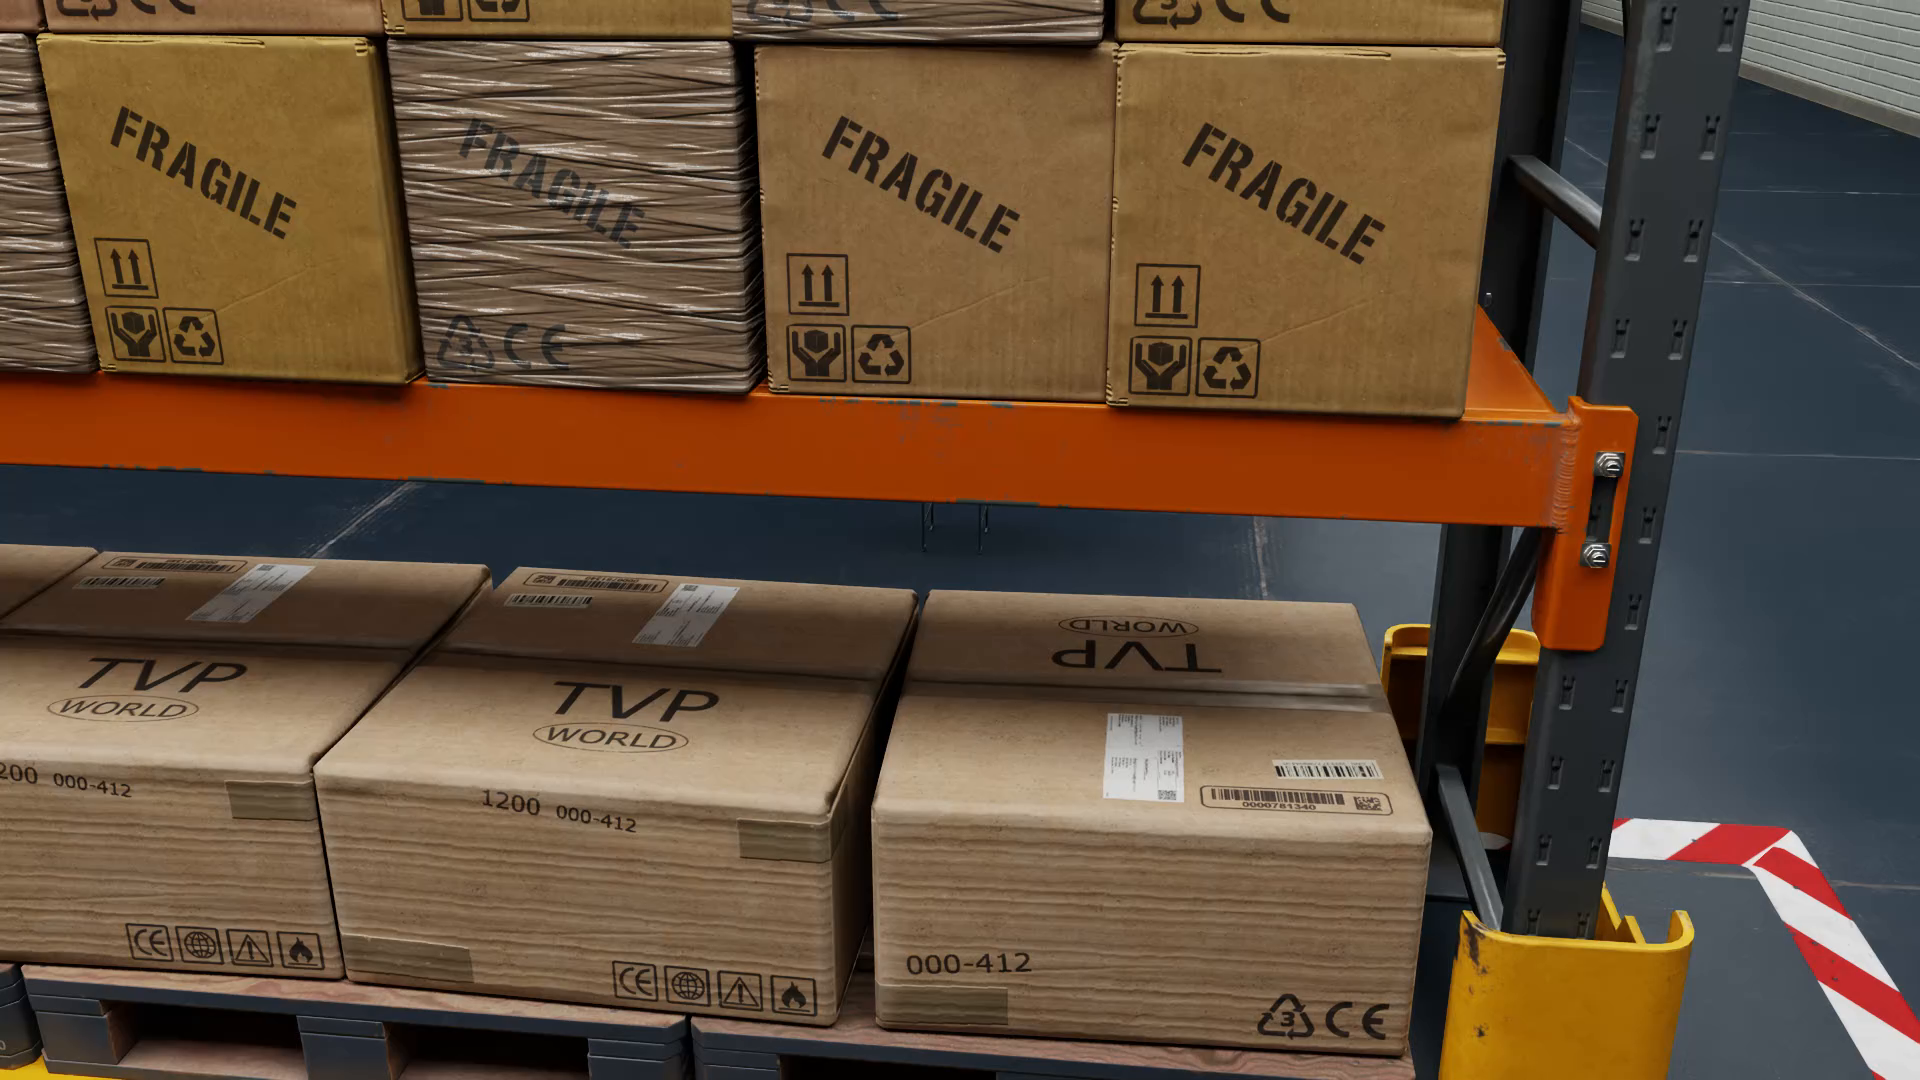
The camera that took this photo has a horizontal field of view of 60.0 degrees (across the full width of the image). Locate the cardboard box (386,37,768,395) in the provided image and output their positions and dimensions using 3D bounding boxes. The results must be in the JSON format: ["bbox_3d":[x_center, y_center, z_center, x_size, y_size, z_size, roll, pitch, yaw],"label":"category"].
[{"bbox_3d":[-0.521,-0.546,2.606,0.500,0.500,0.500,3,22,8],"label":"cardboard box"}]

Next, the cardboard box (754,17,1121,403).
[{"bbox_3d":[-0.009,-0.528,2.559,0.500,0.500,0.500,2,22,5],"label":"cardboard box"}]

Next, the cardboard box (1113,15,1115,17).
[{"bbox_3d":[0.049,-0.714,3.029,0.500,0.500,0.500,2,22,6],"label":"cardboard box"}]

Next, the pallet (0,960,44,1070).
[{"bbox_3d":[-2.229,0.655,3.495,1.213,0.211,1.003,2,22,6],"label":"pallet"}]

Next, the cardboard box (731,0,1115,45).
[{"bbox_3d":[-0.031,-0.987,2.361,0.500,0.500,0.500,3,22,6],"label":"cardboard box"}]

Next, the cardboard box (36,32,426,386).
[{"bbox_3d":[-1.035,-0.564,2.651,0.500,0.500,0.500,3,22,8],"label":"cardboard box"}]

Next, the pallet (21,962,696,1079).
[{"bbox_3d":[-1.014,0.707,3.364,1.213,0.211,1.003,2,22,6],"label":"pallet"}]

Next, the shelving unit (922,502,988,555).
[{"bbox_3d":[-0.014,-0.559,5.221,0.189,1.200,0.258,2,22,6],"label":"shelving unit"}]

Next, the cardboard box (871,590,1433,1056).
[{"bbox_3d":[0.331,0.474,3.074,0.875,0.438,0.875,2,22,4],"label":"cardboard box"}]

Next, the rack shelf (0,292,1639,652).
[{"bbox_3d":[-0.988,-0.282,3.051,4.000,0.370,1.077,2,22,6],"label":"rack shelf"}]

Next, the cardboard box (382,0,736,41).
[{"bbox_3d":[-0.522,-1.010,2.418,0.500,0.500,0.500,2,22,6],"label":"cardboard box"}]

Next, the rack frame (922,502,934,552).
[{"bbox_3d":[-0.105,-0.563,5.231,0.006,1.200,0.240,2,22,6],"label":"rack frame"}]

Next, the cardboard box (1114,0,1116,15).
[{"bbox_3d":[0.041,-1.186,2.864,0.500,0.500,0.500,2,22,5],"label":"cardboard box"}]

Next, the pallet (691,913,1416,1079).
[{"bbox_3d":[0.195,0.761,3.228,1.213,0.211,1.003,2,22,6],"label":"pallet"}]

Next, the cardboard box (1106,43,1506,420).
[{"bbox_3d":[0.488,-0.501,2.490,0.500,0.500,0.500,3,22,7],"label":"cardboard box"}]

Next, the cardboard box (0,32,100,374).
[{"bbox_3d":[-1.547,-0.586,2.707,0.500,0.500,0.500,3,22,7],"label":"cardboard box"}]

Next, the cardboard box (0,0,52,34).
[{"bbox_3d":[-1.522,-1.055,2.532,0.500,0.500,0.500,3,22,7],"label":"cardboard box"}]

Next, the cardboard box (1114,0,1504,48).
[{"bbox_3d":[0.491,-0.975,2.331,0.500,0.500,0.500,3,22,8],"label":"cardboard box"}]

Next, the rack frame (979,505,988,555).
[{"bbox_3d":[0.076,-0.555,5.211,0.006,1.200,0.240,2,22,6],"label":"rack frame"}]

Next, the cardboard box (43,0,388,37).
[{"bbox_3d":[-1.021,-1.032,2.475,0.500,0.500,0.500,2,22,6],"label":"cardboard box"}]

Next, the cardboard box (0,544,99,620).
[{"bbox_3d":[-2.364,0.360,3.364,0.875,0.438,0.875,2,22,6],"label":"cardboard box"}]

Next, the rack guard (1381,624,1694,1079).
[{"bbox_3d":[1.022,0.634,3.157,0.348,0.500,1.175,2,22,6],"label":"rack guard"}]

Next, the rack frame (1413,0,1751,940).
[{"bbox_3d":[0.998,-0.530,2.700,0.127,3.000,1.000,2,22,6],"label":"rack frame"}]

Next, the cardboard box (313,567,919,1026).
[{"bbox_3d":[-0.579,0.438,3.166,0.875,0.438,0.875,3,22,8],"label":"cardboard box"}]

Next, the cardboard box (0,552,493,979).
[{"bbox_3d":[-1.474,0.398,3.267,0.875,0.438,0.875,2,22,5],"label":"cardboard box"}]
